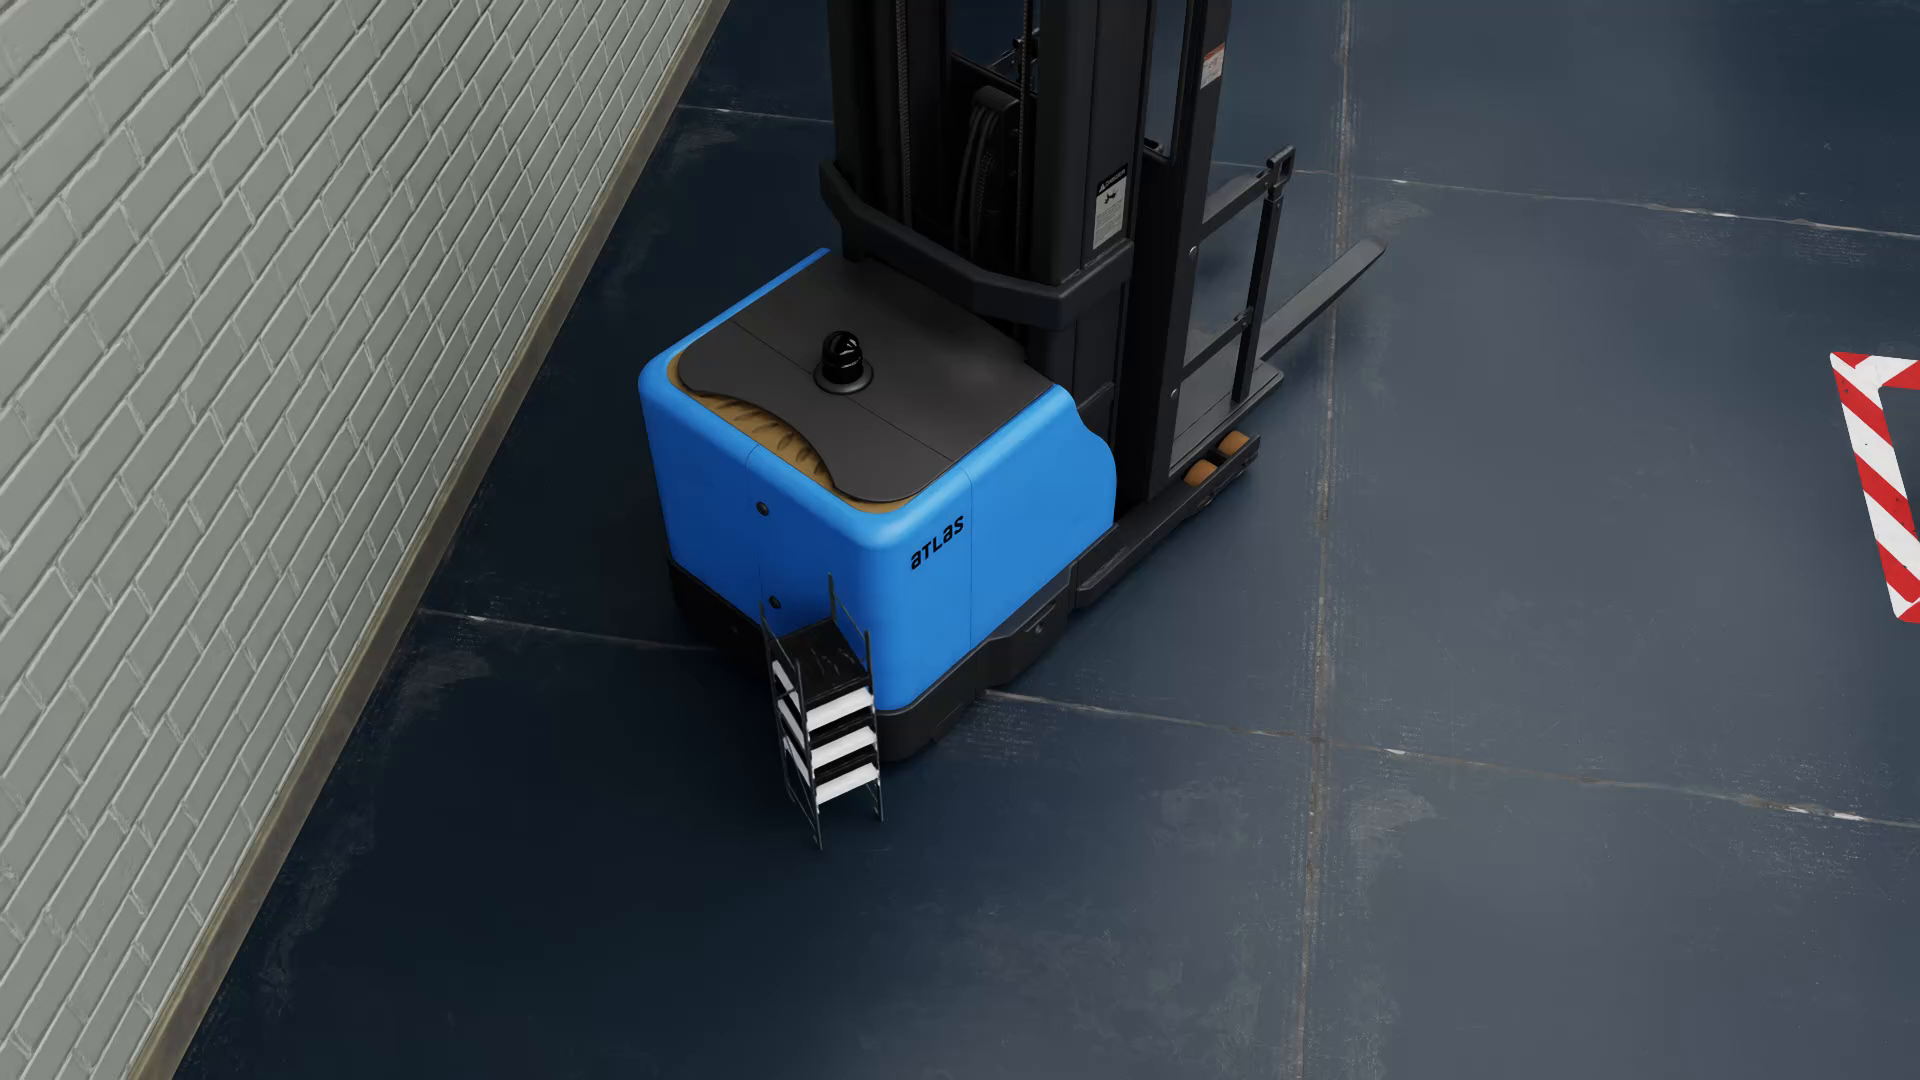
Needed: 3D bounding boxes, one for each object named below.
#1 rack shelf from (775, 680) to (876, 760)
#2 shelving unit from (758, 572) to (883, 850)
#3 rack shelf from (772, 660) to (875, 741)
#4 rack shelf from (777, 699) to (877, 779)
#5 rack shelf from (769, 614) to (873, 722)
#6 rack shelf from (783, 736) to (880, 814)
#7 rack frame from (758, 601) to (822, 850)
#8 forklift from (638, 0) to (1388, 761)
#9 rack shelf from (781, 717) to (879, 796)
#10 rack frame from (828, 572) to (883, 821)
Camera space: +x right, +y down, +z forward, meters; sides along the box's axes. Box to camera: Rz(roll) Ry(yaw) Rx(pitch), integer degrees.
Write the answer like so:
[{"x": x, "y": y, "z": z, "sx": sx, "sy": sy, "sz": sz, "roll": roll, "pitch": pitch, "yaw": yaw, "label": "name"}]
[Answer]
[{"x": -0.382, "y": 0.465, "z": 4.651, "sx": 0.200, "sy": 0.077, "sz": 0.258, "roll": -23, "pitch": 52, "yaw": -19, "label": "rack shelf"}, {"x": -0.382, "y": 0.502, "z": 4.693, "sx": 0.210, "sy": 0.900, "sz": 0.258, "roll": -23, "pitch": 52, "yaw": -19, "label": "shelving unit"}, {"x": -0.382, "y": 0.405, "z": 4.584, "sx": 0.200, "sy": 0.077, "sz": 0.258, "roll": -23, "pitch": 52, "yaw": -19, "label": "rack shelf"}, {"x": -0.381, "y": 0.525, "z": 4.718, "sx": 0.200, "sy": 0.077, "sz": 0.258, "roll": -23, "pitch": 52, "yaw": -19, "label": "rack shelf"}, {"x": -0.383, "y": 0.345, "z": 4.517, "sx": 0.200, "sy": 0.077, "sz": 0.258, "roll": -23, "pitch": 52, "yaw": -19, "label": "rack shelf"}, {"x": -0.381, "y": 0.645, "z": 4.852, "sx": 0.200, "sy": 0.077, "sz": 0.258, "roll": -23, "pitch": 52, "yaw": -19, "label": "rack shelf"}, {"x": -0.471, "y": 0.539, "z": 4.660, "sx": 0.006, "sy": 0.900, "sz": 0.240, "roll": -23, "pitch": 52, "yaw": -19, "label": "rack frame"}, {"x": 0.415, "y": -1.325, "z": 4.970, "sx": 1.130, "sy": 2.935, "sz": 3.031, "roll": 34, "pitch": 56, "yaw": 26, "label": "forklift"}, {"x": -0.381, "y": 0.585, "z": 4.785, "sx": 0.200, "sy": 0.077, "sz": 0.258, "roll": -23, "pitch": 52, "yaw": -19, "label": "rack shelf"}, {"x": -0.293, "y": 0.465, "z": 4.725, "sx": 0.006, "sy": 0.900, "sz": 0.240, "roll": -23, "pitch": 52, "yaw": -19, "label": "rack frame"}]
